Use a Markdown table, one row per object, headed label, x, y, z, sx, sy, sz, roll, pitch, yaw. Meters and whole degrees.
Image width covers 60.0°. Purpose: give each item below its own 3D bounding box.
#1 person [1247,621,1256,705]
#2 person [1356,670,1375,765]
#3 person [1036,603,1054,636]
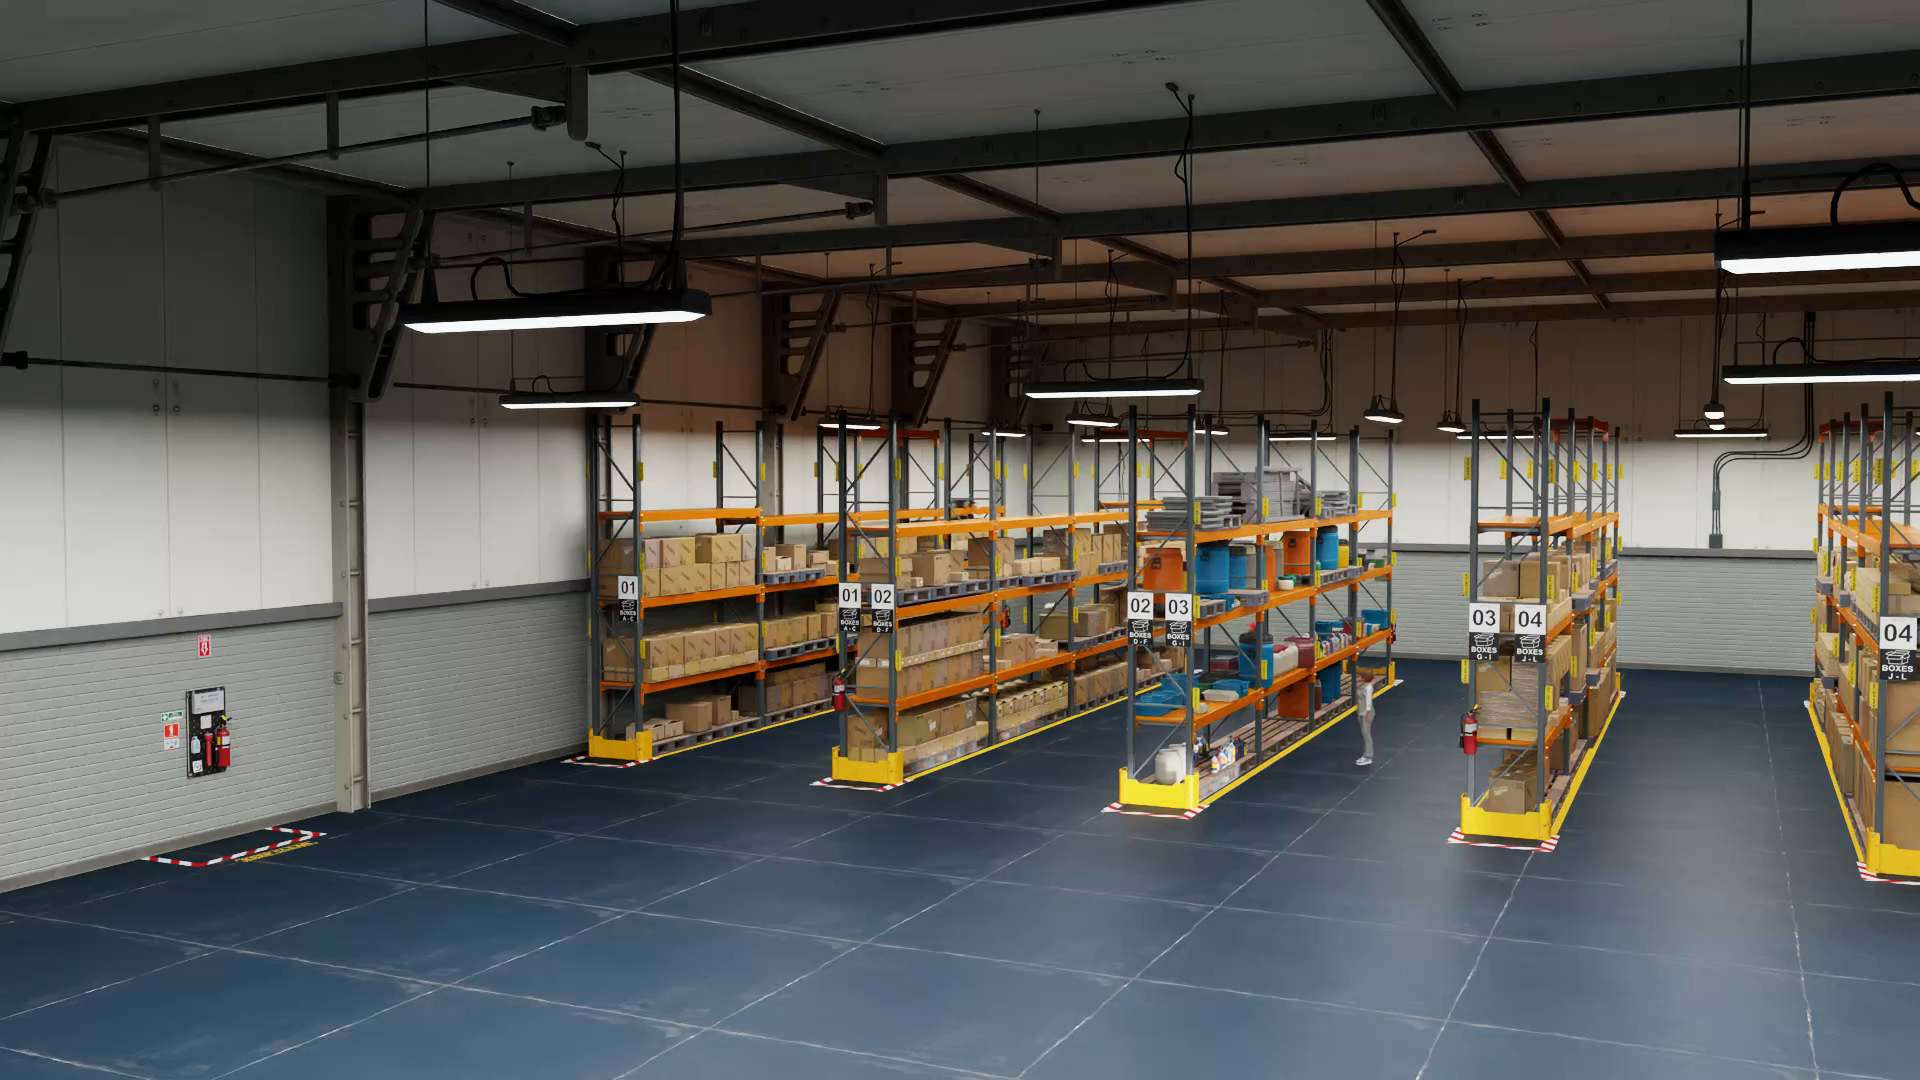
| label | x | y | z | sx | sy | sz | roll | pitch | yaw |
| --- | --- | --- | --- | --- | --- | --- | --- | --- | --- |
| person | 6.268 | 2.645 | 35.718 | 0.589 | 1.827 | 0.478 | 0 | 2 | -9 |
| person | 6.945 | 3.028 | 28.539 | 0.362 | 1.606 | 0.487 | 0 | 2 | 1 |
| person | 2.099 | 2.442 | 40.637 | 0.610 | 1.792 | 0.629 | 2 | 3 | 41 |
